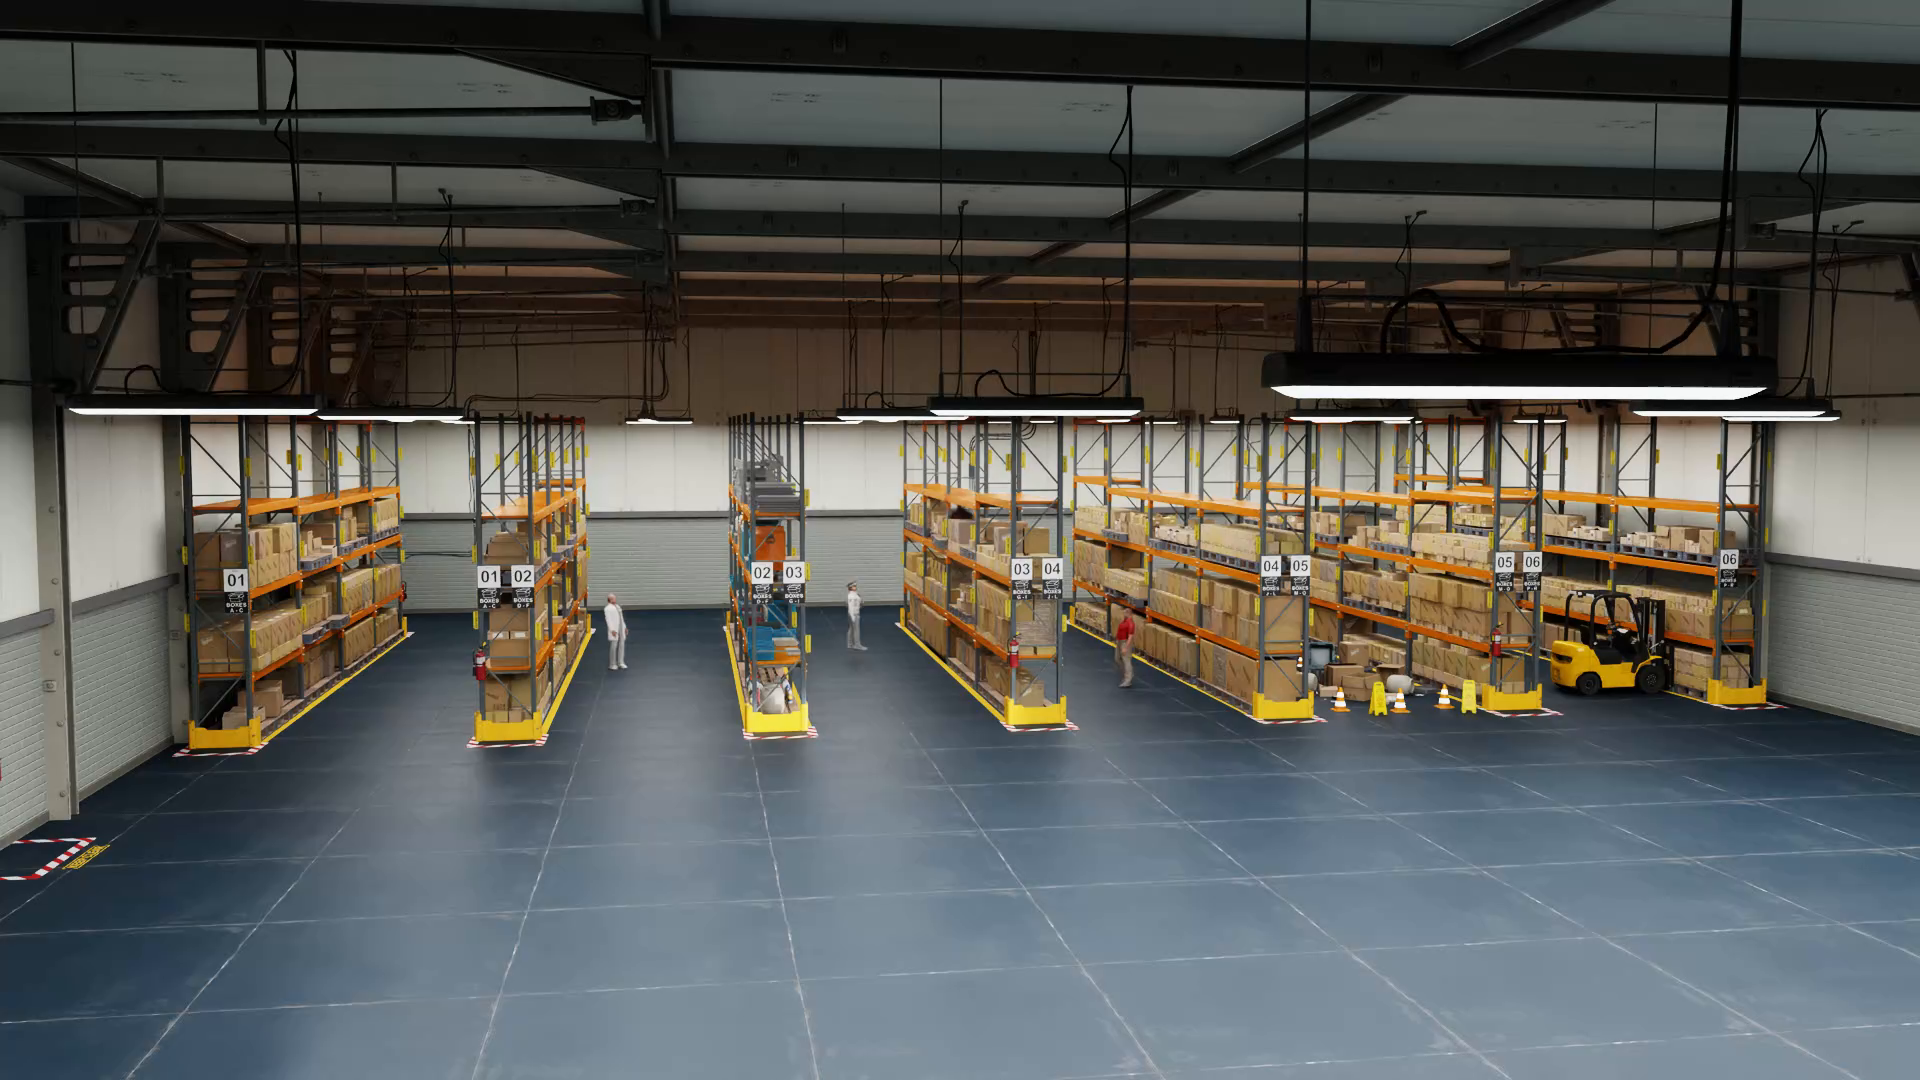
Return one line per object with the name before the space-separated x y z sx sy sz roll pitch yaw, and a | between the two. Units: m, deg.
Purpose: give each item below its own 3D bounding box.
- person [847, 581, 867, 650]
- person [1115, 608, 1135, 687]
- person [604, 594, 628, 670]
person | -2.556 1.856 41.251 0.528 1.692 0.506 0 4 1
person | 3.655 2.375 36.826 0.454 1.764 0.645 -1 4 -21
person | -8.139 2.229 39.543 0.515 1.717 0.620 3 5 34
